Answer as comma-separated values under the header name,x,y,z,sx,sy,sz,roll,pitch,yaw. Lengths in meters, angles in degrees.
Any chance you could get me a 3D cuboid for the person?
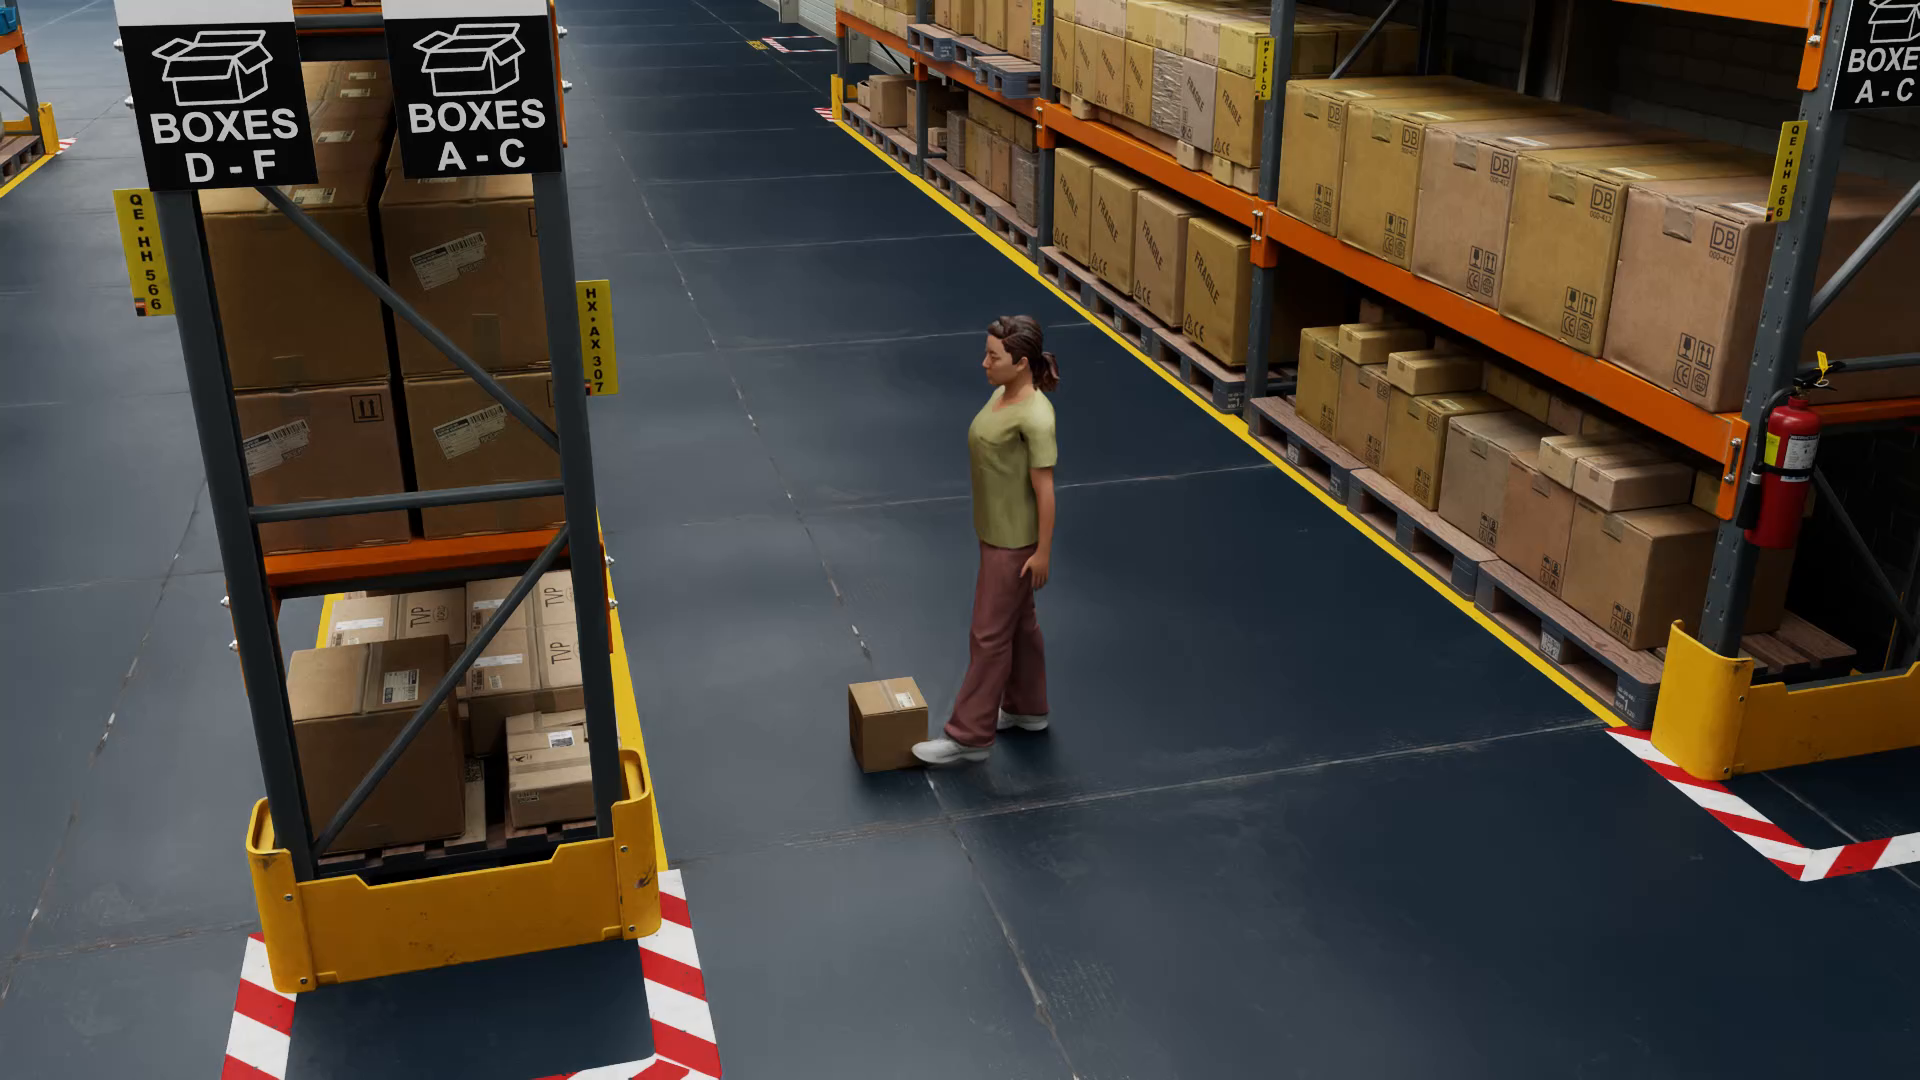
name,x,y,z,sx,sy,sz,roll,pitch,yaw
person,0.076,0.004,6.074,0.600,1.670,0.476,-6,24,-14
